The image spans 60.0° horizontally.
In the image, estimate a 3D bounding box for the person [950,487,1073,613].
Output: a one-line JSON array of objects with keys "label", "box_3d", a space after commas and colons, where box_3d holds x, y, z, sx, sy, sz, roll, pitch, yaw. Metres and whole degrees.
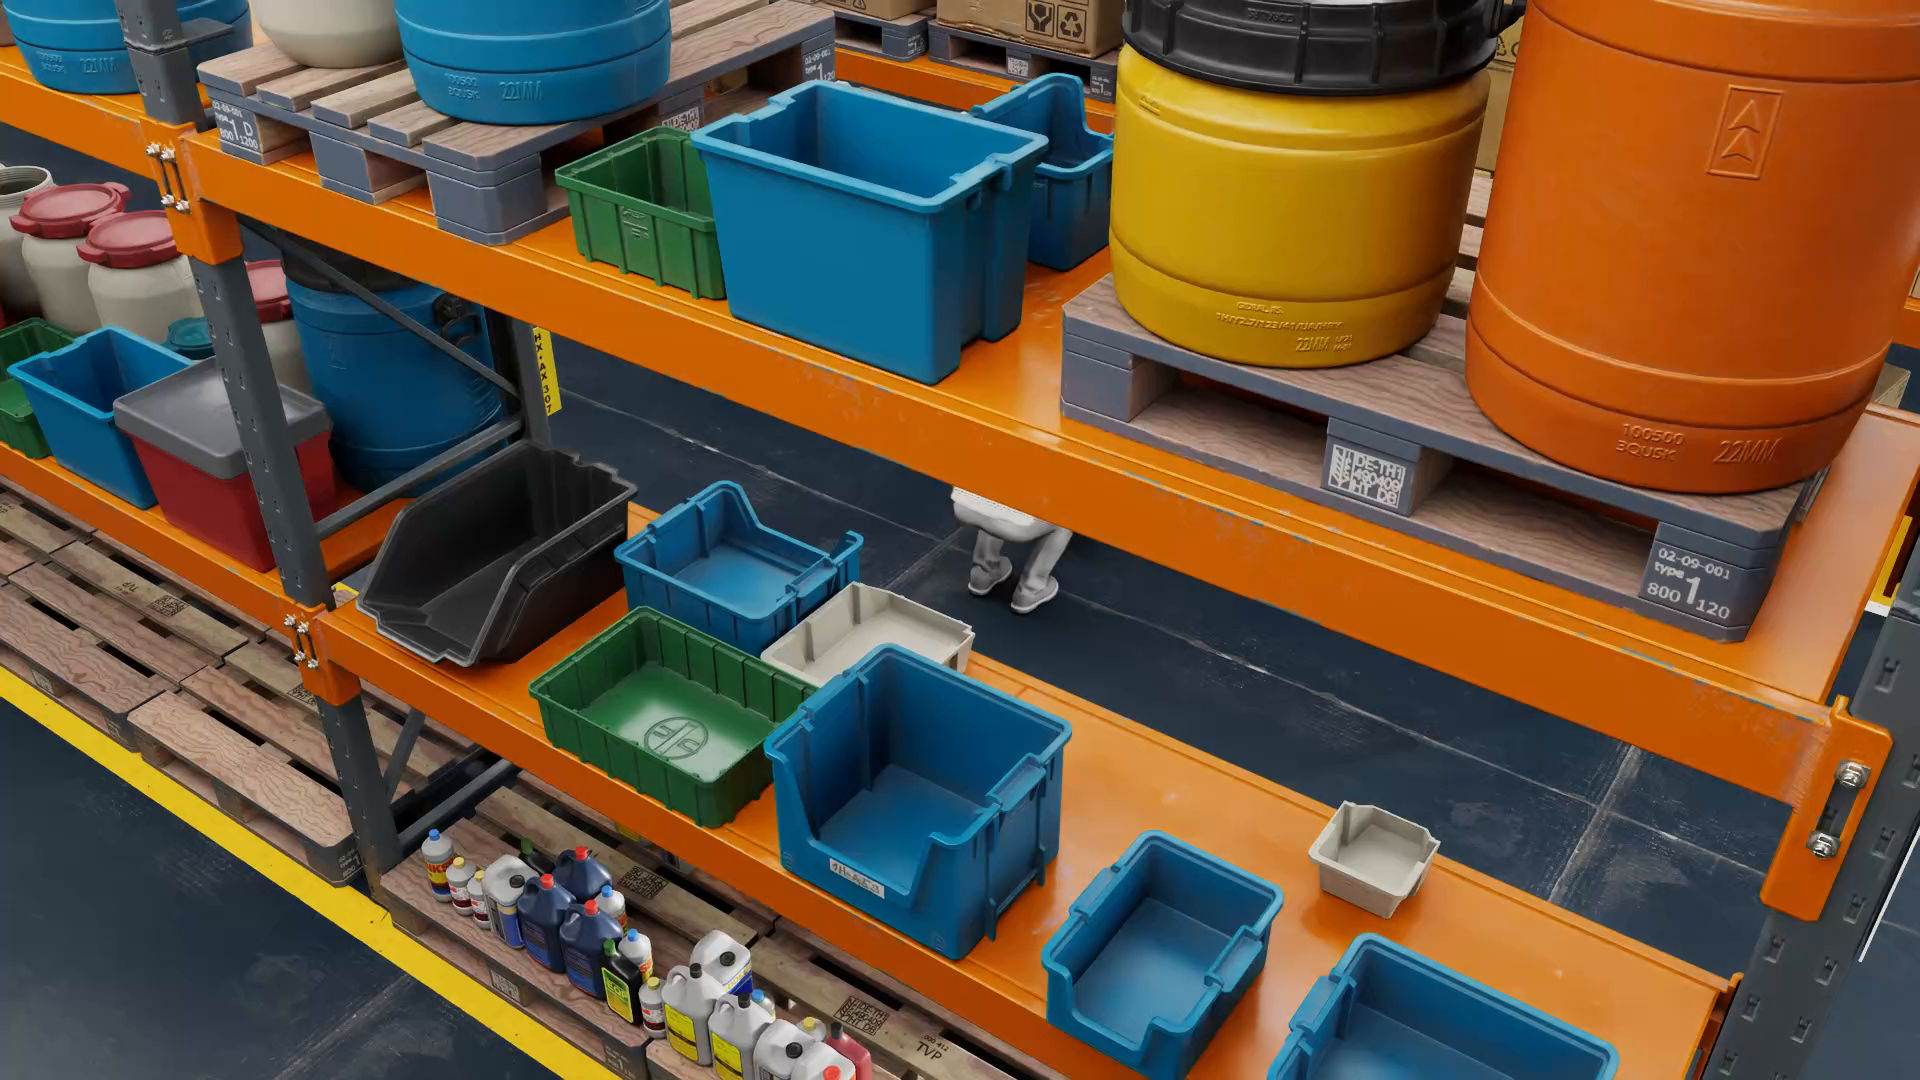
[{"label": "person", "box_3d": [0.263, -0.265, 7.085, 0.499, 1.033, 0.820, 22, 40, 28]}]
